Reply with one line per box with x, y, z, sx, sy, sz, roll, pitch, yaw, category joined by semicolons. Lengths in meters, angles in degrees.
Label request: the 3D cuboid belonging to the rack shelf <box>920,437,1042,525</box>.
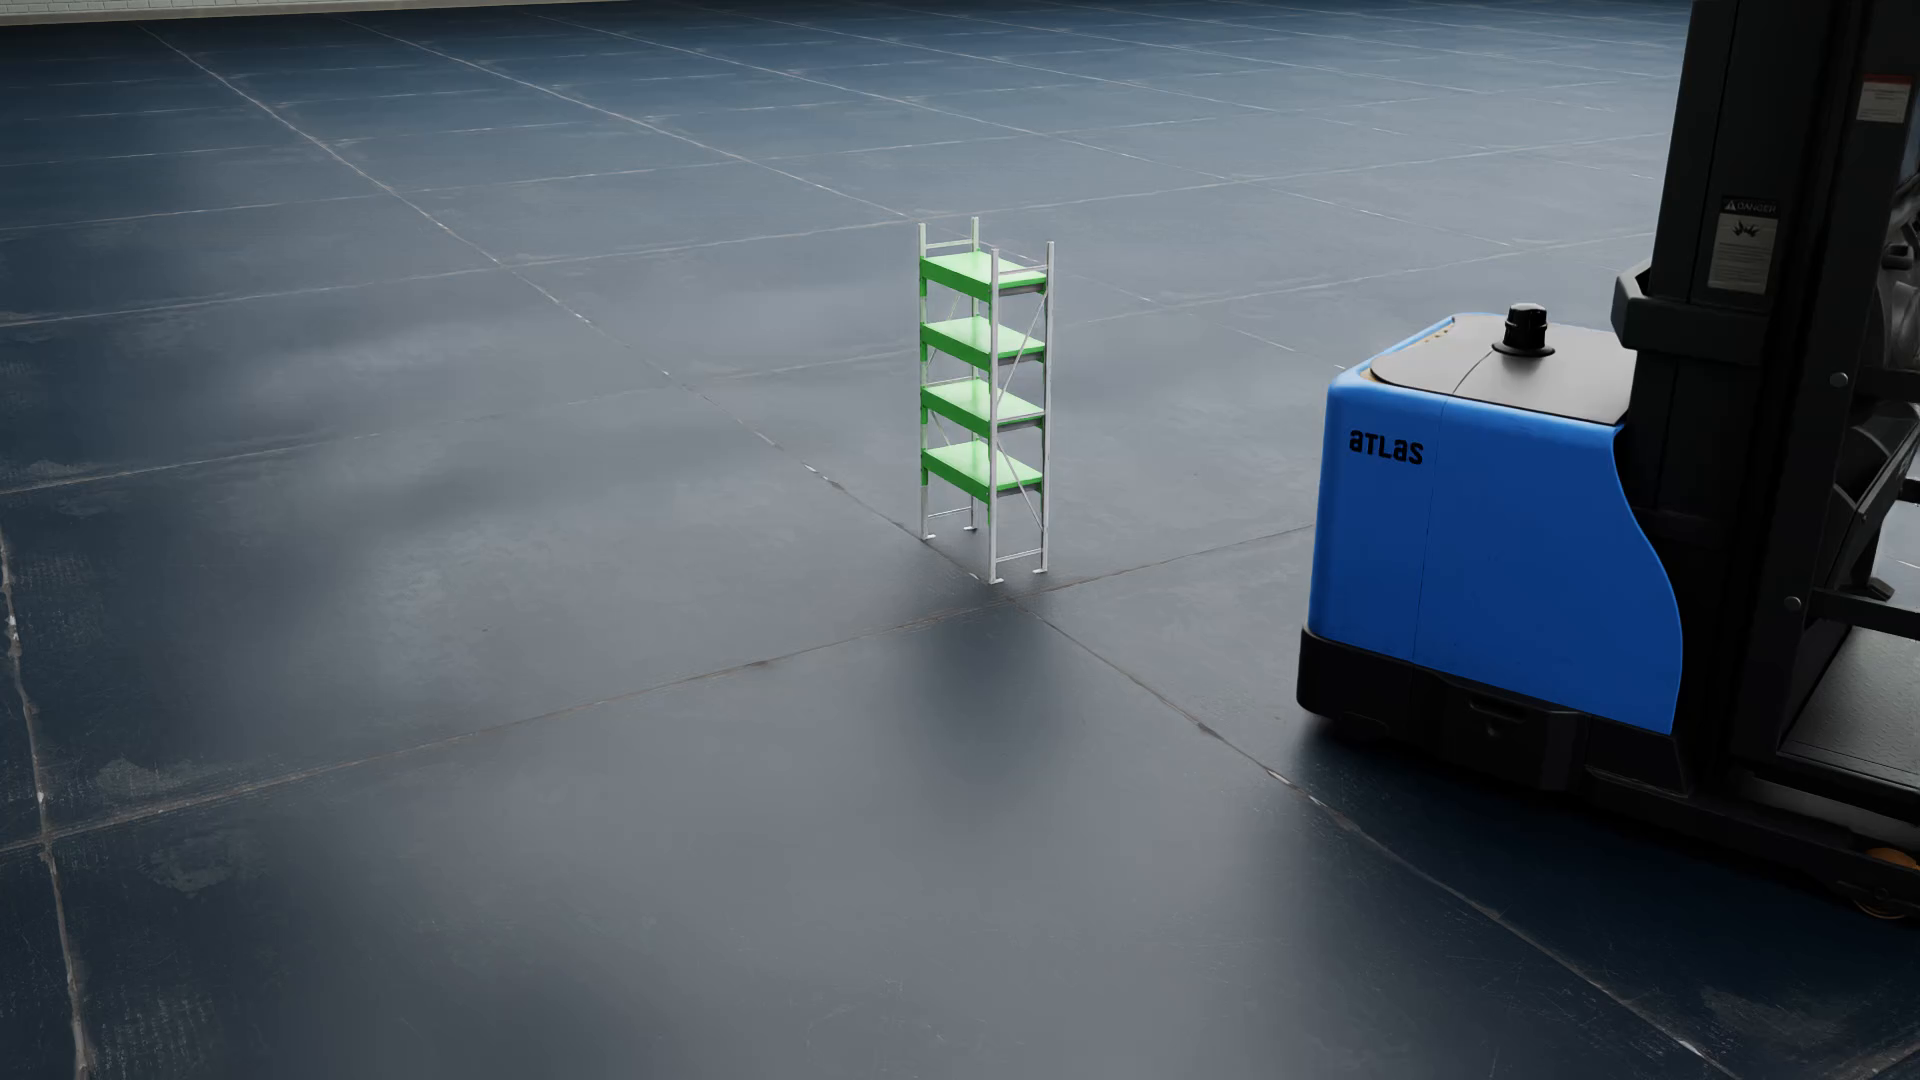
0.085;-0.221;6.068;0.258;0.148;0.480;-13;25;-28;rack shelf

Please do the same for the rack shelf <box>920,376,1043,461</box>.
0.085;-0.443;5.978;0.258;0.148;0.480;-13;25;-28;rack shelf

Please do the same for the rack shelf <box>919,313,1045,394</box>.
0.085;-0.665;5.887;0.258;0.148;0.480;-13;25;-28;rack shelf

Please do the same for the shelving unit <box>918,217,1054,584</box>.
0.085;-0.502;5.954;0.258;1.200;0.503;-13;25;-28;shelving unit

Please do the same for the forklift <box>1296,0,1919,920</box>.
2.484;-0.620;3.944;3.031;2.935;1.130;16;27;34;forklift

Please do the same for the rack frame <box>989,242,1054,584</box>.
0.209;-0.423;5.759;0.240;1.200;0.015;-13;25;-28;rack frame

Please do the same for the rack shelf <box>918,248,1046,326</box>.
0.085;-0.888;5.797;0.258;0.148;0.480;-13;25;-28;rack shelf

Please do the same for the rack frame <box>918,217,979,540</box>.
-0.040;-0.581;6.148;0.240;1.200;0.015;-13;25;-28;rack frame
